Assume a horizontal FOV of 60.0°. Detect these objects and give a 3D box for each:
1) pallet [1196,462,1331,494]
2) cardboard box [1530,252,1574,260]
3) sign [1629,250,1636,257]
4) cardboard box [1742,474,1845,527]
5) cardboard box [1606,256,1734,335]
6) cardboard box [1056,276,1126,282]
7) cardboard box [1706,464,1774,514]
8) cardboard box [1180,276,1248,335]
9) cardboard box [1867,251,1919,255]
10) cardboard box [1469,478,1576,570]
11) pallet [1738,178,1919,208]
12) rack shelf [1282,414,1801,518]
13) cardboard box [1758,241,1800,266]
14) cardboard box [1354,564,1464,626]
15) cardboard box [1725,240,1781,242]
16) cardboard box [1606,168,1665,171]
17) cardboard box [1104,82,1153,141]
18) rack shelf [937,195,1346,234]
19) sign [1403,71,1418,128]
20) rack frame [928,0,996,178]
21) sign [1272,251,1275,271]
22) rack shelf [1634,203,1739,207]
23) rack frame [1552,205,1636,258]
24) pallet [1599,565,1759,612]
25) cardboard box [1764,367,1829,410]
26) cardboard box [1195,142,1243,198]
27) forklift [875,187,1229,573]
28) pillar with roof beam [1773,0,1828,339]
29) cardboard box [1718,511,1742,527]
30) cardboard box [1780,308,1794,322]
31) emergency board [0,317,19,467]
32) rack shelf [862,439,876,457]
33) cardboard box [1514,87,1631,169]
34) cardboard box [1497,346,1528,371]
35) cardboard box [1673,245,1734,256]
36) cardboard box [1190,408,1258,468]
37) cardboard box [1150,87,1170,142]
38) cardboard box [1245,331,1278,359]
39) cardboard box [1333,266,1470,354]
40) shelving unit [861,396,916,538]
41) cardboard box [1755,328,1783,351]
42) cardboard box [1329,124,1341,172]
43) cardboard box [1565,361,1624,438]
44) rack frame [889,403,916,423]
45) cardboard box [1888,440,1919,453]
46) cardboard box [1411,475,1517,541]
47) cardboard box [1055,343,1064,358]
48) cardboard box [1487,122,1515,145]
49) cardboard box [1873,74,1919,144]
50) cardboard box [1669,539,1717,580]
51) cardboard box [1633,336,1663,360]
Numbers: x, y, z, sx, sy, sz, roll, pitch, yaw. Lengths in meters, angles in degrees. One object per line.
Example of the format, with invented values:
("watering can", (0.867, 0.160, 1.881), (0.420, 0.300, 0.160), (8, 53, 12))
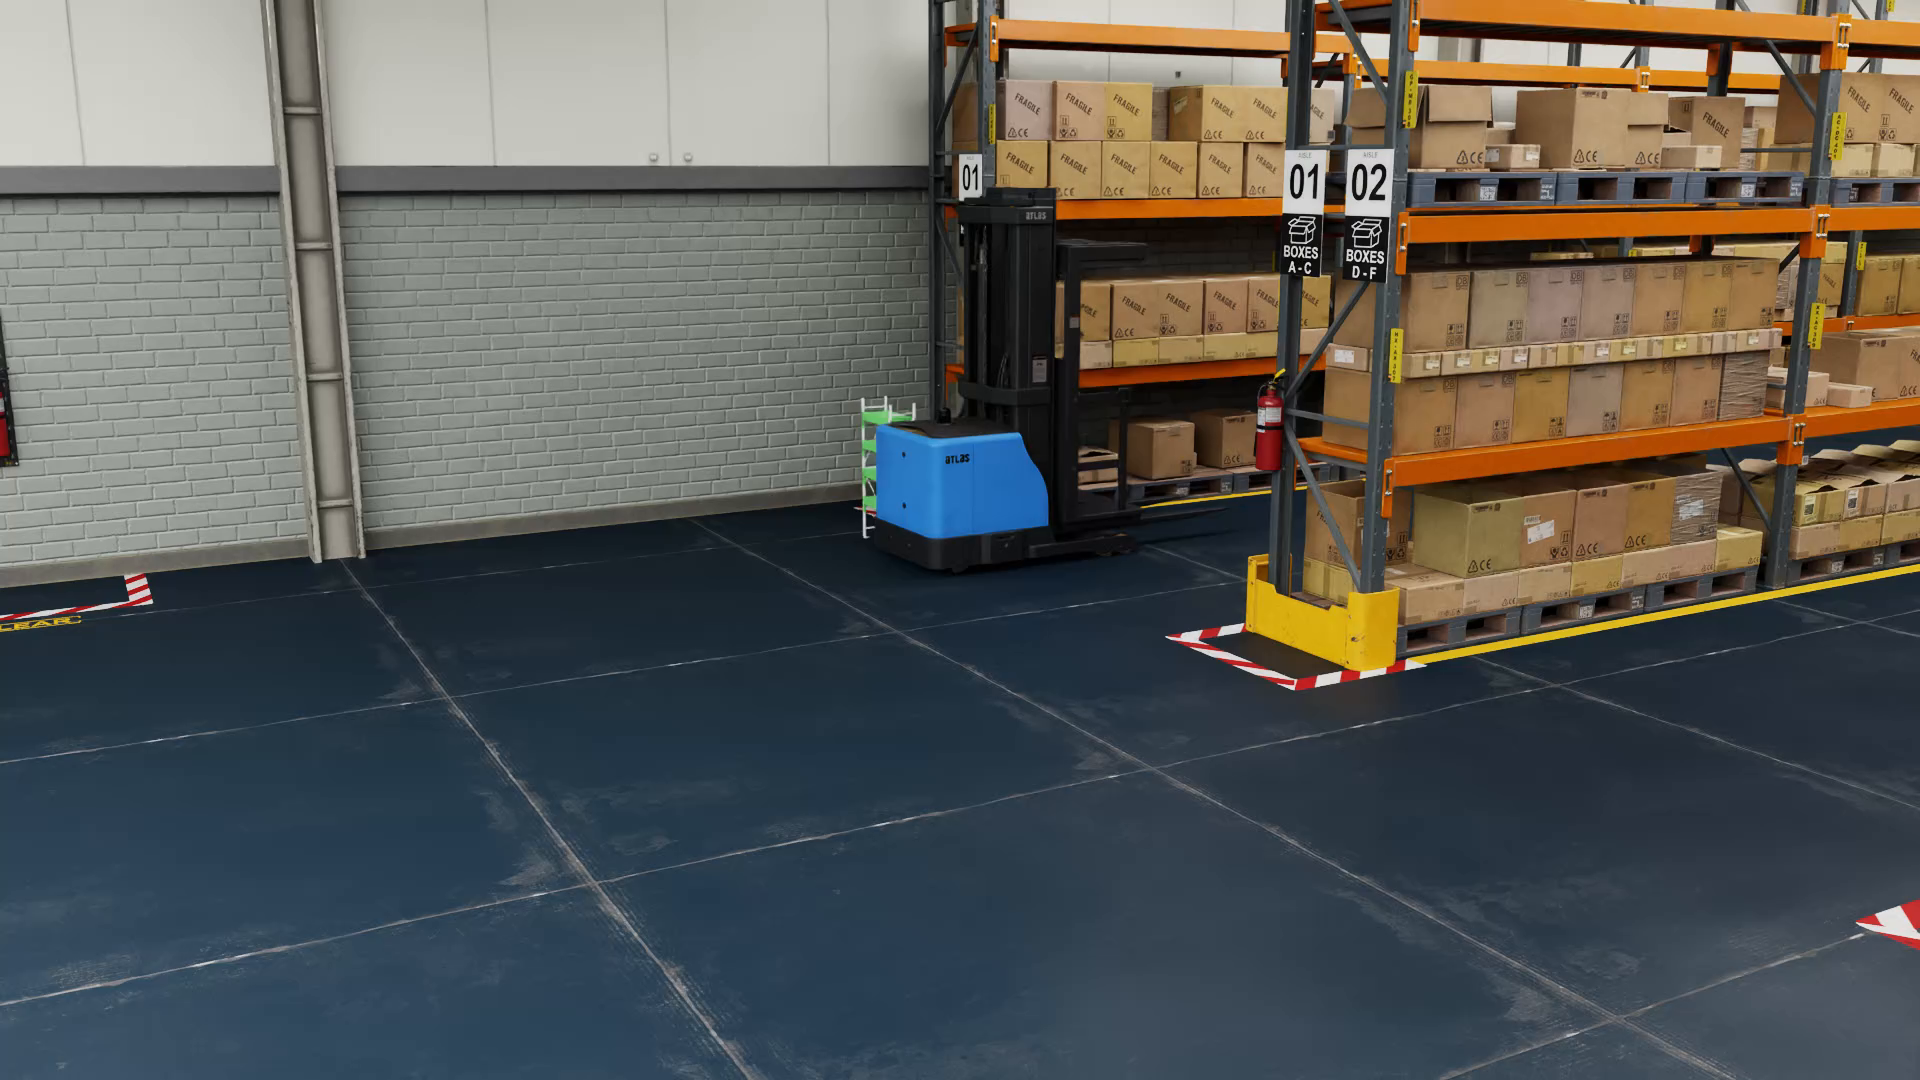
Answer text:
("pallet", (2.947, -0.703, 16.753), (1.213, 0.211, 1.003), (-7, 14, -28))
("cardboard box", (6.467, -3.063, 18.180), (0.250, 0.149, 0.380), (-10, 16, -37))
("sign", (7.299, -2.984, 18.082), (0.005, 0.325, 0.100), (-7, 14, -28))
("cardboard box", (6.379, -0.319, 12.725), (0.500, 0.311, 0.500), (-7, 14, -28))
("cardboard box", (5.067, -1.767, 11.947), (0.500, 0.500, 0.700), (-7, 14, -28))
("cardboard box", (1.219, -2.219, 15.727), (0.500, 0.500, 0.500), (-7, 15, -29))
("cardboard box", (6.115, -0.422, 13.179), (0.500, 0.311, 0.500), (-7, 14, -28))
("cardboard box", (2.371, -2.230, 15.772), (0.500, 0.500, 0.500), (-7, 15, -29))
("cardboard box", (12.303, -3.337, 21.422), (0.700, 0.700, 0.980), (-8, 15, -31))
("cardboard box", (3.834, -0.117, 11.394), (0.500, 0.500, 0.500), (-7, 14, -28))
("pallet", (6.665, -2.652, 12.666), (1.217, 0.209, 0.805), (-8, 15, -30))
("rack shelf", (4.141, -0.625, 11.694), (4.000, 0.370, 1.077), (-7, 14, -28))
("cardboard box", (9.801, -3.402, 19.734), (0.500, 0.250, 0.500), (-6, 14, -27))
("cardboard box", (2.963, 0.357, 10.997), (0.500, 0.250, 0.500), (-7, 14, -28))
("cardboard box", (9.557, -3.498, 20.160), (0.500, 0.250, 0.500), (-7, 14, -27))
("cardboard box", (7.421, -4.350, 18.543), (0.500, 0.500, 0.700), (-8, 15, -32))
("cardboard box", (1.372, -3.823, 14.881), (0.500, 0.500, 0.500), (-6, 14, -26))
("rack shelf", (1.764, -3.043, 15.605), (4.000, 0.370, 1.077), (-7, 14, -28))
("sign", (2.646, -2.587, 9.769), (0.005, 0.325, 0.100), (-7, 14, -28))
("rack frame", (0.009, -4.647, 14.262), (0.127, 3.000, 1.000), (-7, 14, -28))
("sign", (3.251, -2.812, 17.137), (0.005, 0.325, 0.100), (-7, 14, -28))
("rack shelf", (8.786, -3.885, 19.345), (4.000, 0.370, 1.077), (-7, 14, -28))
("rack frame", (7.031, -2.562, 18.660), (0.127, 3.000, 1.000), (-7, 14, -28))
("pallet", (5.179, 0.249, 12.521), (1.213, 0.211, 1.003), (-7, 14, -28))
("cardboard box", (6.308, -1.174, 12.834), (0.500, 0.250, 0.500), (-6, 14, -24))
("cardboard box", (2.277, -3.446, 15.483), (0.500, 0.500, 0.500), (-7, 15, -30))
("forklift", (0.843, -1.388, 13.599), (3.031, 2.935, 1.130), (-7, 15, -29))
("pillar with roof beam", (12.804, -5.320, 17.253), (0.400, 9.000, 9.100), (-7, 14, -28))
("cardboard box", (6.122, -0.150, 13.248), (0.500, 0.250, 0.500), (-7, 14, -28))
("cardboard box", (9.718, -2.691, 19.761), (0.250, 0.149, 0.380), (-7, 14, -28))
("emergency board", (-7.245, -1.077, 12.061), (0.643, 1.169, 0.194), (-7, 14, -28))
("rack shelf", (-0.596, -0.742, 13.873), (0.258, 0.148, 0.480), (-7, 15, -30))
("cardboard box", (3.974, -2.673, 10.821), (0.500, 0.500, 0.500), (-7, 14, -28))
("cardboard box", (3.506, -1.211, 10.955), (0.250, 0.149, 0.380), (-7, 14, -29))
("cardboard box", (8.461, -3.239, 19.013), (0.500, 0.250, 0.500), (-7, 14, -27))
("cardboard box", (2.628, -1.019, 16.497), (0.500, 0.500, 0.500), (-8, 15, -32))
("cardboard box", (1.624, -3.984, 15.599), (0.500, 0.500, 0.500), (-7, 14, -28))
("cardboard box", (2.808, -1.919, 16.098), (0.500, 0.250, 0.500), (-7, 14, -28))
("cardboard box", (2.848, -1.500, 10.759), (0.500, 0.500, 0.700), (-7, 14, -28))
("shelving unit", (-0.596, -0.571, 13.912), (0.258, 1.200, 0.503), (-7, 15, -30))
("cardboard box", (5.761, -1.482, 12.158), (0.250, 0.149, 0.380), (-7, 14, -28))
("cardboard box", (4.038, -3.900, 16.591), (0.500, 0.500, 0.500), (-5, 13, -20))
("cardboard box", (4.159, -1.025, 11.603), (0.500, 0.500, 0.700), (-6, 14, -26))
("rack frame", (-0.472, -0.524, 13.707), (0.240, 1.200, 0.015), (-7, 15, -30))
("cardboard box", (8.350, -0.689, 14.368), (0.500, 0.311, 0.500), (-7, 15, -29))
("cardboard box", (3.585, -0.217, 11.840), (0.500, 0.500, 0.500), (-7, 14, -28))
("cardboard box", (0.589, -1.647, 14.891), (0.500, 0.250, 0.500), (-7, 15, -29))
("cardboard box", (3.758, -2.689, 11.324), (0.500, 0.311, 0.500), (-5, 14, -21))
("cardboard box", (6.946, -3.269, 12.650), (0.500, 0.500, 0.500), (-5, 14, -22))
("cardboard box", (5.151, 0.091, 12.177), (0.500, 0.250, 0.500), (-7, 14, -28))
("cardboard box", (4.645, -1.349, 11.565), (0.250, 0.149, 0.380), (-6, 14, -26))
